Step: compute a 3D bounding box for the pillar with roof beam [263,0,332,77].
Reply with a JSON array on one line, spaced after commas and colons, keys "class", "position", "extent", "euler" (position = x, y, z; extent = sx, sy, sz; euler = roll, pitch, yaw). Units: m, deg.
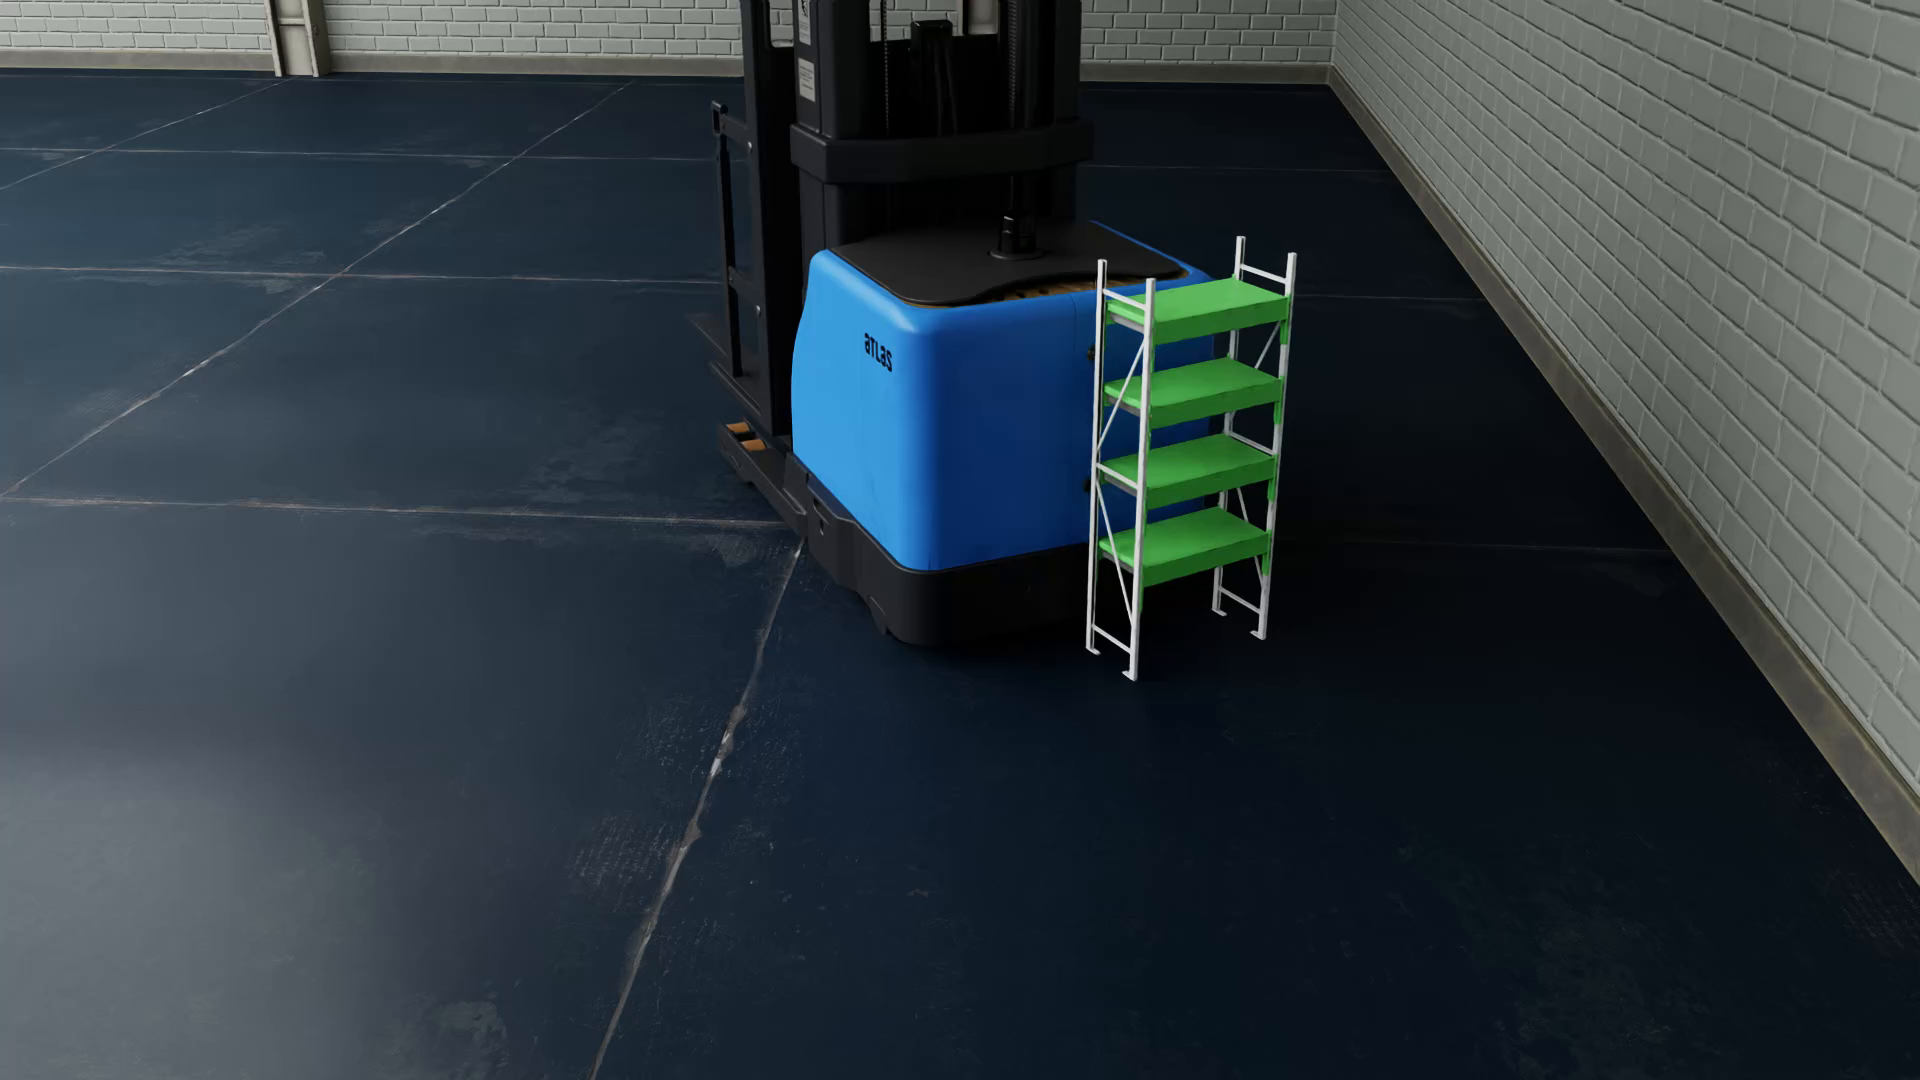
[{"class": "pillar with roof beam", "position": [-6.133, -6.426, 8.950], "extent": [0.400, 9.000, 9.100], "euler": [2, 25, 4]}]

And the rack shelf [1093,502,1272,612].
[{"class": "rack shelf", "position": [0.657, 0.045, 4.941], "extent": [0.480, 0.148, 0.258], "euler": [-14, 28, -28]}]

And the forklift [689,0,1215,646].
[{"class": "forklift", "position": [-0.282, -1.606, 5.734], "extent": [1.130, 2.935, 3.031], "euler": [-10, 27, -22]}]

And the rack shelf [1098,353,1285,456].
[{"class": "rack shelf", "position": [0.656, -0.392, 4.743], "extent": [0.480, 0.148, 0.258], "euler": [-14, 28, -28]}]

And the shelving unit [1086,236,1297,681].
[{"class": "shelving unit", "position": [0.656, -0.231, 4.815], "extent": [0.503, 1.200, 0.258], "euler": [-14, 28, -28]}]

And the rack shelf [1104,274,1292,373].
[{"class": "rack shelf", "position": [0.655, -0.610, 4.644], "extent": [0.480, 0.148, 0.258], "euler": [-14, 28, -28]}]

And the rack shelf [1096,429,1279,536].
[{"class": "rack shelf", "position": [0.657, -0.173, 4.842], "extent": [0.480, 0.148, 0.258], "euler": [-14, 28, -28]}]

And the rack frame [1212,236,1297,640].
[{"class": "rack frame", "position": [0.865, -0.284, 4.930], "extent": [0.015, 1.200, 0.240], "euler": [-14, 28, -28]}]

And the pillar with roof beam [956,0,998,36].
[{"class": "pillar with roof beam", "position": [-0.151, -6.234, 8.533], "extent": [0.400, 9.000, 9.100], "euler": [2, 25, 4]}]

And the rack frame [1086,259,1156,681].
[{"class": "rack frame", "position": [0.448, -0.179, 4.700], "extent": [0.015, 1.200, 0.240], "euler": [-14, 28, -28]}]
